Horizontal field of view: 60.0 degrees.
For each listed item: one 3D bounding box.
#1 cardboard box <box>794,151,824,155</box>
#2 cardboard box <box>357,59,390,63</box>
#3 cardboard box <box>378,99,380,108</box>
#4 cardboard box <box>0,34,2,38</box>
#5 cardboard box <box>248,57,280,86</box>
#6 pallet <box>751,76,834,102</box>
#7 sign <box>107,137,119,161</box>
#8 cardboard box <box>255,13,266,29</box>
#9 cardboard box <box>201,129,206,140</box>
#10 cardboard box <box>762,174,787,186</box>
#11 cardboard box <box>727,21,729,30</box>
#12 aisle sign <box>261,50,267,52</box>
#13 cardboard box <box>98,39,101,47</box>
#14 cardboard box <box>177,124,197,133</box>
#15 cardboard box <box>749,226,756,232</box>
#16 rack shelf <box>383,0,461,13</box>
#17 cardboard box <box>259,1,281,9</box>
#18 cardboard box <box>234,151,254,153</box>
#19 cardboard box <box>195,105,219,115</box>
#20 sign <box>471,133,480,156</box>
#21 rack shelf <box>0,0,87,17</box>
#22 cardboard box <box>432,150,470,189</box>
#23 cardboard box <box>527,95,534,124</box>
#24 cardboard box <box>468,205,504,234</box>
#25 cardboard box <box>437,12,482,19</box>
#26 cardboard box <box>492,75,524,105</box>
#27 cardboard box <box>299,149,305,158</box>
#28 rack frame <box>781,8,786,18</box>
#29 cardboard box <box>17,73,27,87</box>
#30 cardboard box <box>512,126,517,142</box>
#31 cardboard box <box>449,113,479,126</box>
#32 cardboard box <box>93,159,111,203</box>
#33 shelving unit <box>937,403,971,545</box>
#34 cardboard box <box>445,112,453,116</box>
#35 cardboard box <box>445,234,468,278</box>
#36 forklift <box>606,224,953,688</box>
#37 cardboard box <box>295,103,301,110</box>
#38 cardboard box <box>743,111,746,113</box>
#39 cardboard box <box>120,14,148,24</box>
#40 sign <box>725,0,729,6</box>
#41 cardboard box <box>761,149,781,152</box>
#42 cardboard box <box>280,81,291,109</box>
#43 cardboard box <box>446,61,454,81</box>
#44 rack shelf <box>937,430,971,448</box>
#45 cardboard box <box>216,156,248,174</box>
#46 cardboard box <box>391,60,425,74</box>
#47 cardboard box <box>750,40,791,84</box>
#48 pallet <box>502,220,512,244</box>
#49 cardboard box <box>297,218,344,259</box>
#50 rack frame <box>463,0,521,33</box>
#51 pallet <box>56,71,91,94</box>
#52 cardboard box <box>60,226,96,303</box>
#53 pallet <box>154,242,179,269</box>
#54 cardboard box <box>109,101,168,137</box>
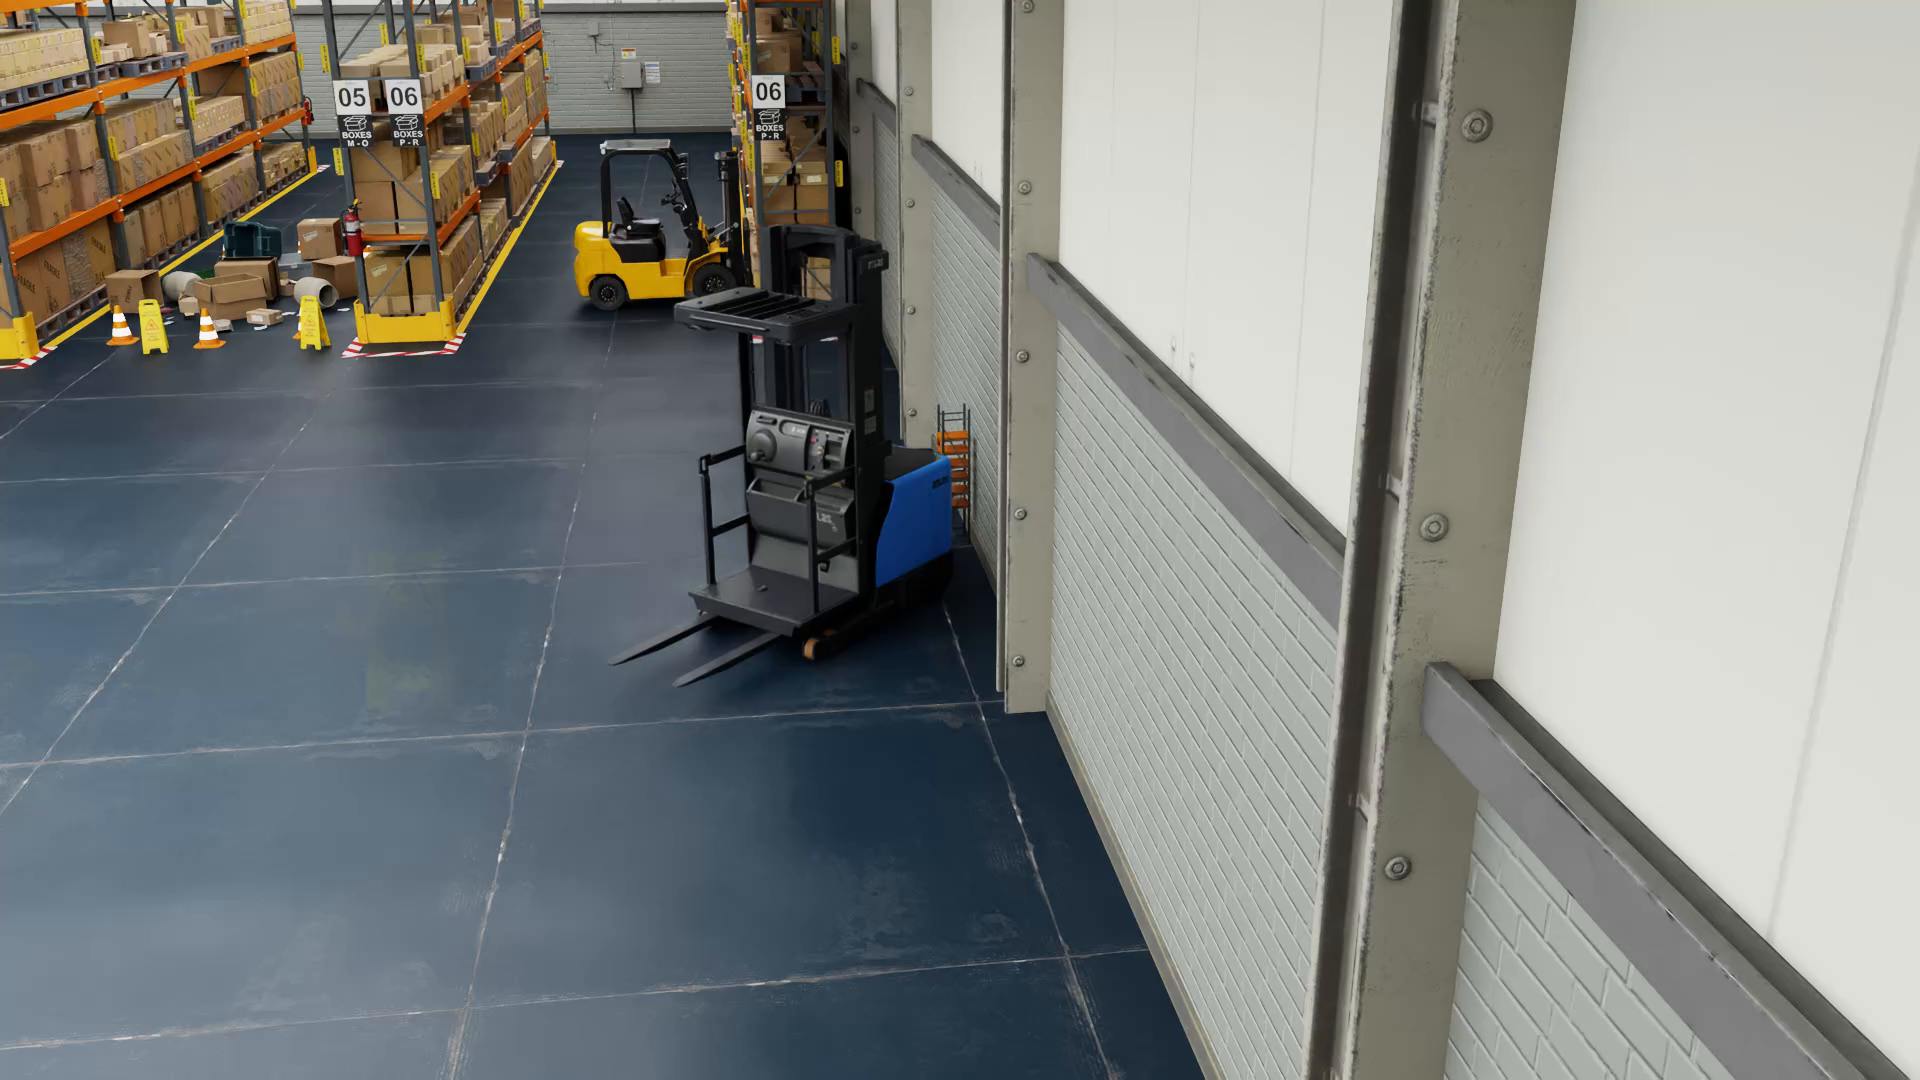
[{"bbox_3d":[-2.004,-5.071,22.086,0.380,0.149,0.250,-3,21,-7],"label":"cardboard box"},{"bbox_3d":[-7.381,-5.965,20.907,0.380,0.149,0.250,-3,21,-7],"label":"cardboard box"},{"bbox_3d":[-7.397,-5.414,20.572,0.380,0.149,0.250,-3,21,-7],"label":"cardboard box"},{"bbox_3d":[-12.596,-6.442,21.440,0.380,0.149,0.250,-3,21,-7],"label":"cardboard box"},{"bbox_3d":[-13.642,-9.159,32.528,0.500,0.500,0.500,-4,21,-10],"label":"cardboard box"},{"bbox_3d":[-2.166,-5.794,21.357,1.003,0.211,1.213,-3,21,-8],"label":"pallet"},{"bbox_3d":[-11.912,-5.504,23.390,0.100,0.325,0.005,-3,21,-8],"label":"sign"},{"bbox_3d":[-13.572,-9.899,31.719,0.500,0.250,0.500,-3,21,-7],"label":"cardboard box"},{"bbox_3d":[-12.980,-6.849,28.099,0.380,0.149,0.250,-2,21,-5],"label":"cardboard box"},{"bbox_3d":[-2.416,-4.641,21.360,0.380,0.149,0.250,-3,21,-7],"label":"cardboard box"},{"bbox_3d":[-4.167,-9.656,31.184,0.380,0.149,0.250,-3,21,-7],"label":"cardboard box"},{"bbox_3d":[-14.498,-10.416,34.176,0.394,0.787,0.004,-3,21,-8],"label":"aisle sign"},{"bbox_3d":[-12.931,-7.236,24.474,0.500,0.311,0.500,-4,21,-10],"label":"cardboard box"},{"bbox_3d":[-12.909,-6.814,27.581,0.380,0.149,0.250,-2,21,-5],"label":"cardboard box"},{"bbox_3d":[-2.692,-4.232,23.234,0.500,0.250,0.500,-3,21,-9],"label":"cardboard box"},{"bbox_3d":[-7.865,-8.296,25.242,1.077,0.370,4.000,-3,21,-8],"label":"rack shelf"},{"bbox_3d":[-13.892,-10.754,33.440,0.380,0.149,0.250,-3,21,-7],"label":"cardboard box"},{"bbox_3d":[-14.242,-7.675,33.176,0.380,0.149,0.250,-3,21,-7],"label":"cardboard box"},{"bbox_3d":[-13.136,-7.487,28.958,0.380,0.149,0.250,-3,21,-9],"label":"cardboard box"},{"bbox_3d":[-7.041,-5.753,24.170,0.100,0.325,0.005,-3,21,-8],"label":"sign"},{"bbox_3d":[-12.173,-6.627,20.771,1.077,0.370,4.000,-3,21,-8],"label":"rack shelf"},{"bbox_3d":[-7.186,-5.185,23.317,0.500,0.500,0.500,-2,21,-6],"label":"cardboard box"},{"bbox_3d":[-8.539,-8.310,32.110,0.500,0.500,0.500,-2,21,-6],"label":"cardboard box"},{"bbox_3d":[-7.968,-5.217,27.128,0.950,0.372,0.625,-3,21,-9],"label":"cardboard box"},{"bbox_3d":[-8.484,-8.685,28.226,0.700,0.500,0.500,-4,21,-10],"label":"cardboard box"},{"bbox_3d":[-8.336,-8.282,30.606,0.500,0.500,0.500,-3,21,-7],"label":"cardboard box"},{"bbox_3d":[-13.832,-8.020,34.526,0.380,0.149,0.250,-3,21,-9],"label":"cardboard box"},{"bbox_3d":[-3.819,-11.150,31.282,1.000,3.000,0.127,-3,21,-8],"label":"rack frame"},{"bbox_3d":[-11.762,-5.664,20.497,0.380,0.149,0.250,-3,21,-8],"label":"cardboard box"},{"bbox_3d":[-8.137,-7.173,29.424,0.500,0.250,0.500,-2,21,-6],"label":"cardboard box"},{"bbox_3d":[-7.295,-6.185,24.469,0.380,0.149,0.250,-3,21,-8],"label":"cardboard box"},{"bbox_3d":[-12.396,-4.976,23.113,0.875,0.550,0.550,-3,21,-8],"label":"cardboard box"},{"bbox_3d":[-0.051,-0.547,14.034,0.258,1.200,0.189,-5,22,-11],"label":"shelving unit"},{"bbox_3d":[-8.088,-6.381,25.920,0.500,0.500,0.500,-4,21,-10],"label":"cardboard box"},{"bbox_3d":[-6.991,-3.849,22.567,0.500,0.500,0.500,-3,21,-7],"label":"cardboard box"},{"bbox_3d":[-1.298,-0.692,11.954,1.130,2.935,3.031,13,24,32],"label":"forklift"},{"bbox_3d":[-13.864,-8.972,34.383,0.380,0.149,0.250,-3,21,-8],"label":"cardboard box"},{"bbox_3d":[-3.488,-7.180,28.157,0.380,0.149,0.250,-2,21,-6],"label":"cardboard box"},{"bbox_3d":[-13.353,-8.356,26.851,0.396,0.266,0.258,-3,21,-8],"label":"cardboard box"},{"bbox_3d":[-4.933,-11.511,35.288,0.100,0.325,0.005,-3,21,-8],"label":"sign"},{"bbox_3d":[-2.590,-5.136,22.258,0.380,0.149,0.250,-2,21,-6],"label":"cardboard box"},{"bbox_3d":[-13.720,-8.878,33.205,0.500,0.500,0.500,-3,21,-8],"label":"cardboard box"},{"bbox_3d":[-7.114,-6.301,22.375,0.500,0.250,0.500,-3,21,-9],"label":"cardboard box"},{"bbox_3d":[-0.051,-0.841,13.919,0.258,0.103,0.180,-5,22,-11],"label":"rack shelf"},{"bbox_3d":[-13.196,-6.756,29.993,0.500,0.250,0.500,-2,21,-5],"label":"cardboard box"},{"bbox_3d":[-6.877,-5.903,20.741,0.380,0.149,0.250,-3,21,-8],"label":"cardboard box"},{"bbox_3d":[-2.394,-6.021,20.951,0.500,0.500,0.500,-2,21,-6],"label":"cardboard box"},{"bbox_3d":[-8.043,-5.126,27.713,1.003,0.211,1.213,-3,21,-8],"label":"pallet"},{"bbox_3d":[-9.334,-4.401,24.278,0.500,0.500,0.500,-3,21,-8],"label":"cardboard box"},{"bbox_3d":[-8.730,-10.898,30.608,1.000,3.000,0.127,-3,21,-8],"label":"rack frame"},{"bbox_3d":[-12.353,-6.113,22.210,1.003,0.211,1.213,-3,21,-8],"label":"pallet"},{"bbox_3d":[-12.306,-3.701,22.350,0.875,0.875,0.875,-3,21,-7],"label":"cardboard box"},{"bbox_3d":[-12.826,-4.414,25.806,1.003,0.211,1.213,-3,21,-8],"label":"pallet"},{"bbox_3d":[-12.908,-6.602,26.109,0.700,0.500,0.500,-3,21,-9],"label":"cardboard box"}]
